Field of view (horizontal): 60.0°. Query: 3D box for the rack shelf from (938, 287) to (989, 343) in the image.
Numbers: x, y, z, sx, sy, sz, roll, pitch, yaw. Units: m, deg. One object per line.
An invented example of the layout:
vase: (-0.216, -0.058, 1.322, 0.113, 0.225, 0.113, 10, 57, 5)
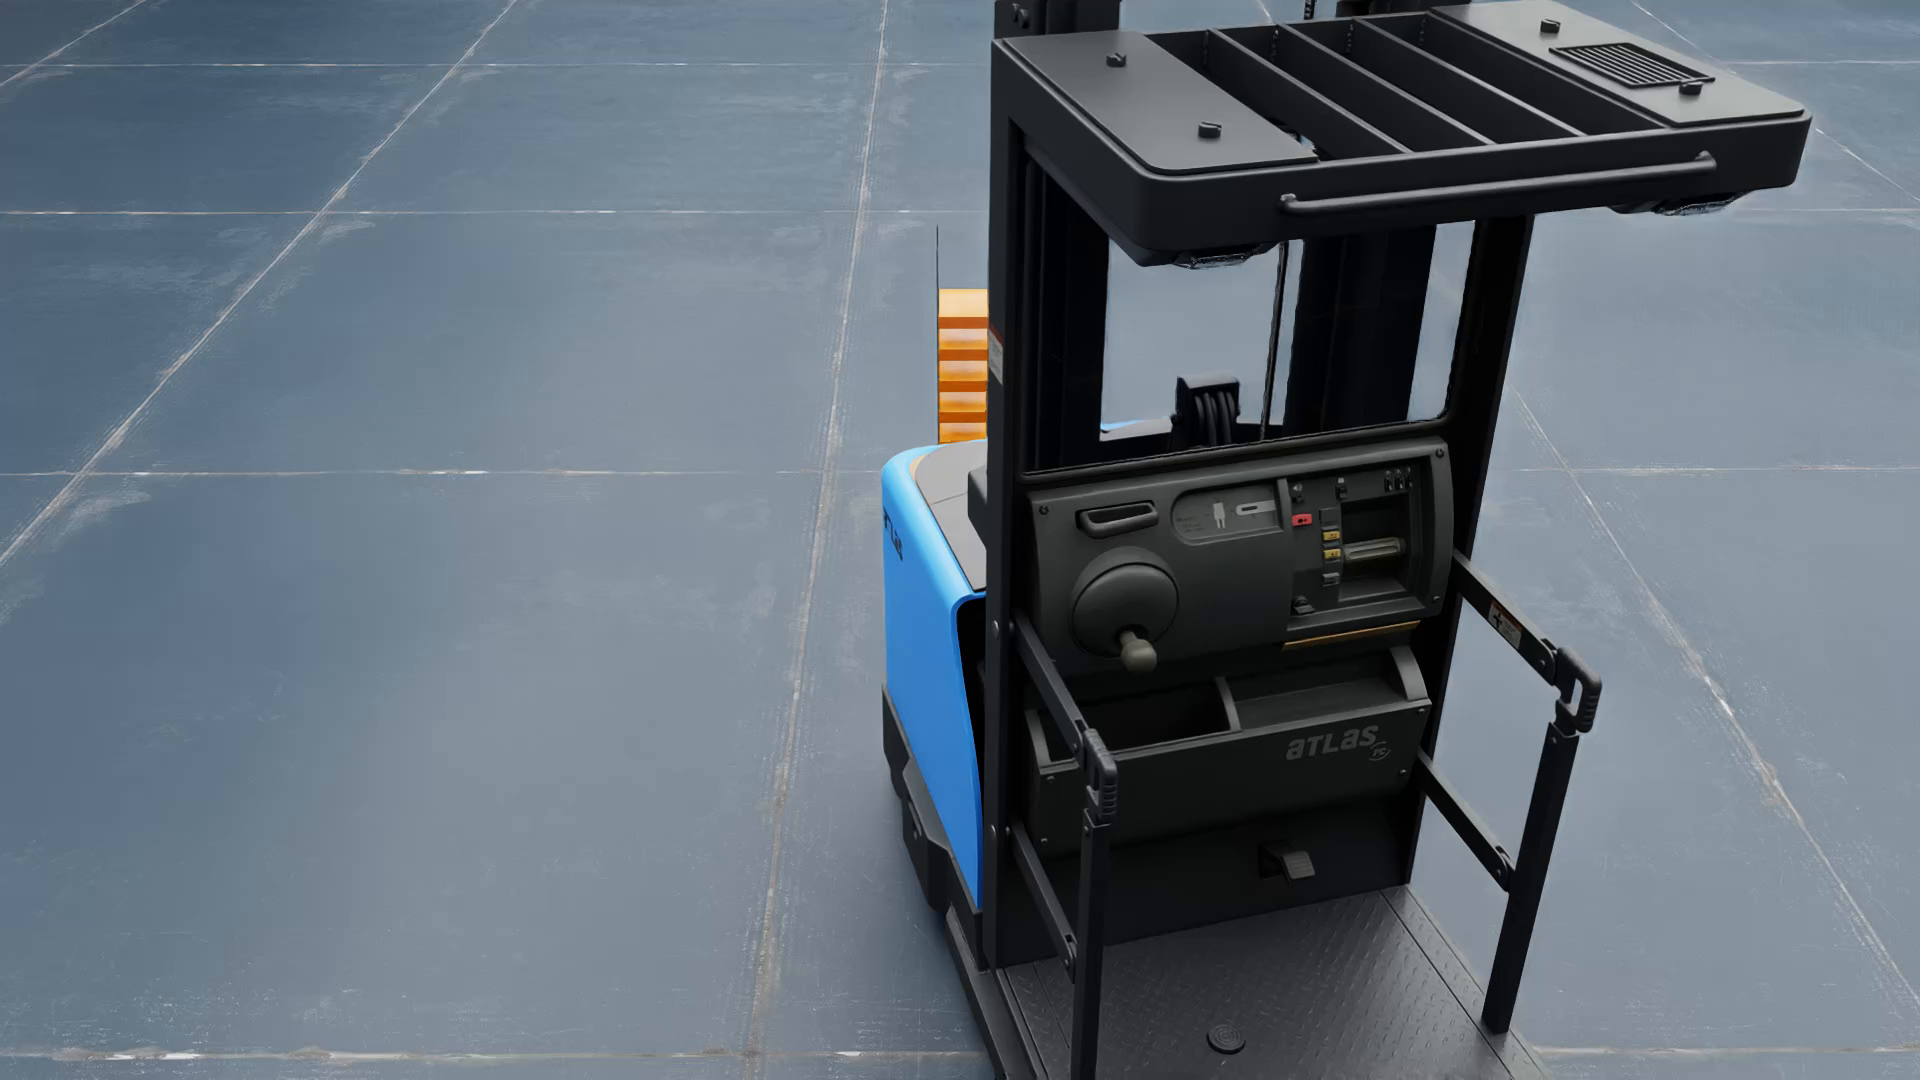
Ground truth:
rack shelf: (0.014, -0.783, 5.775, 0.180, 0.103, 0.258, 0, 31, 0)

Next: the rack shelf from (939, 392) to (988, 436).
rack shelf: (0.014, -0.475, 5.962, 0.180, 0.103, 0.258, 0, 31, 0)

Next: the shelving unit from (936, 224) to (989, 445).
shelving unit: (0.014, -0.513, 5.939, 0.189, 1.200, 0.258, 0, 31, 0)

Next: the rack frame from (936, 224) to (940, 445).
rack frame: (-0.077, -0.513, 5.938, 0.006, 1.200, 0.240, 0, 31, 0)

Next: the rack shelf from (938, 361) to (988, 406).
rack shelf: (0.014, -0.578, 5.900, 0.180, 0.103, 0.258, 0, 31, 0)

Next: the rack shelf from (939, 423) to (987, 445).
rack shelf: (0.014, -0.372, 6.024, 0.180, 0.103, 0.258, 0, 31, 0)

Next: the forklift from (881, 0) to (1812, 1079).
forklift: (0.658, 0.086, 3.283, 1.130, 2.935, 3.031, -8, 32, -13)

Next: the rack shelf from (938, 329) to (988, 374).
rack shelf: (0.014, -0.680, 5.837, 0.180, 0.103, 0.258, 0, 31, 0)
